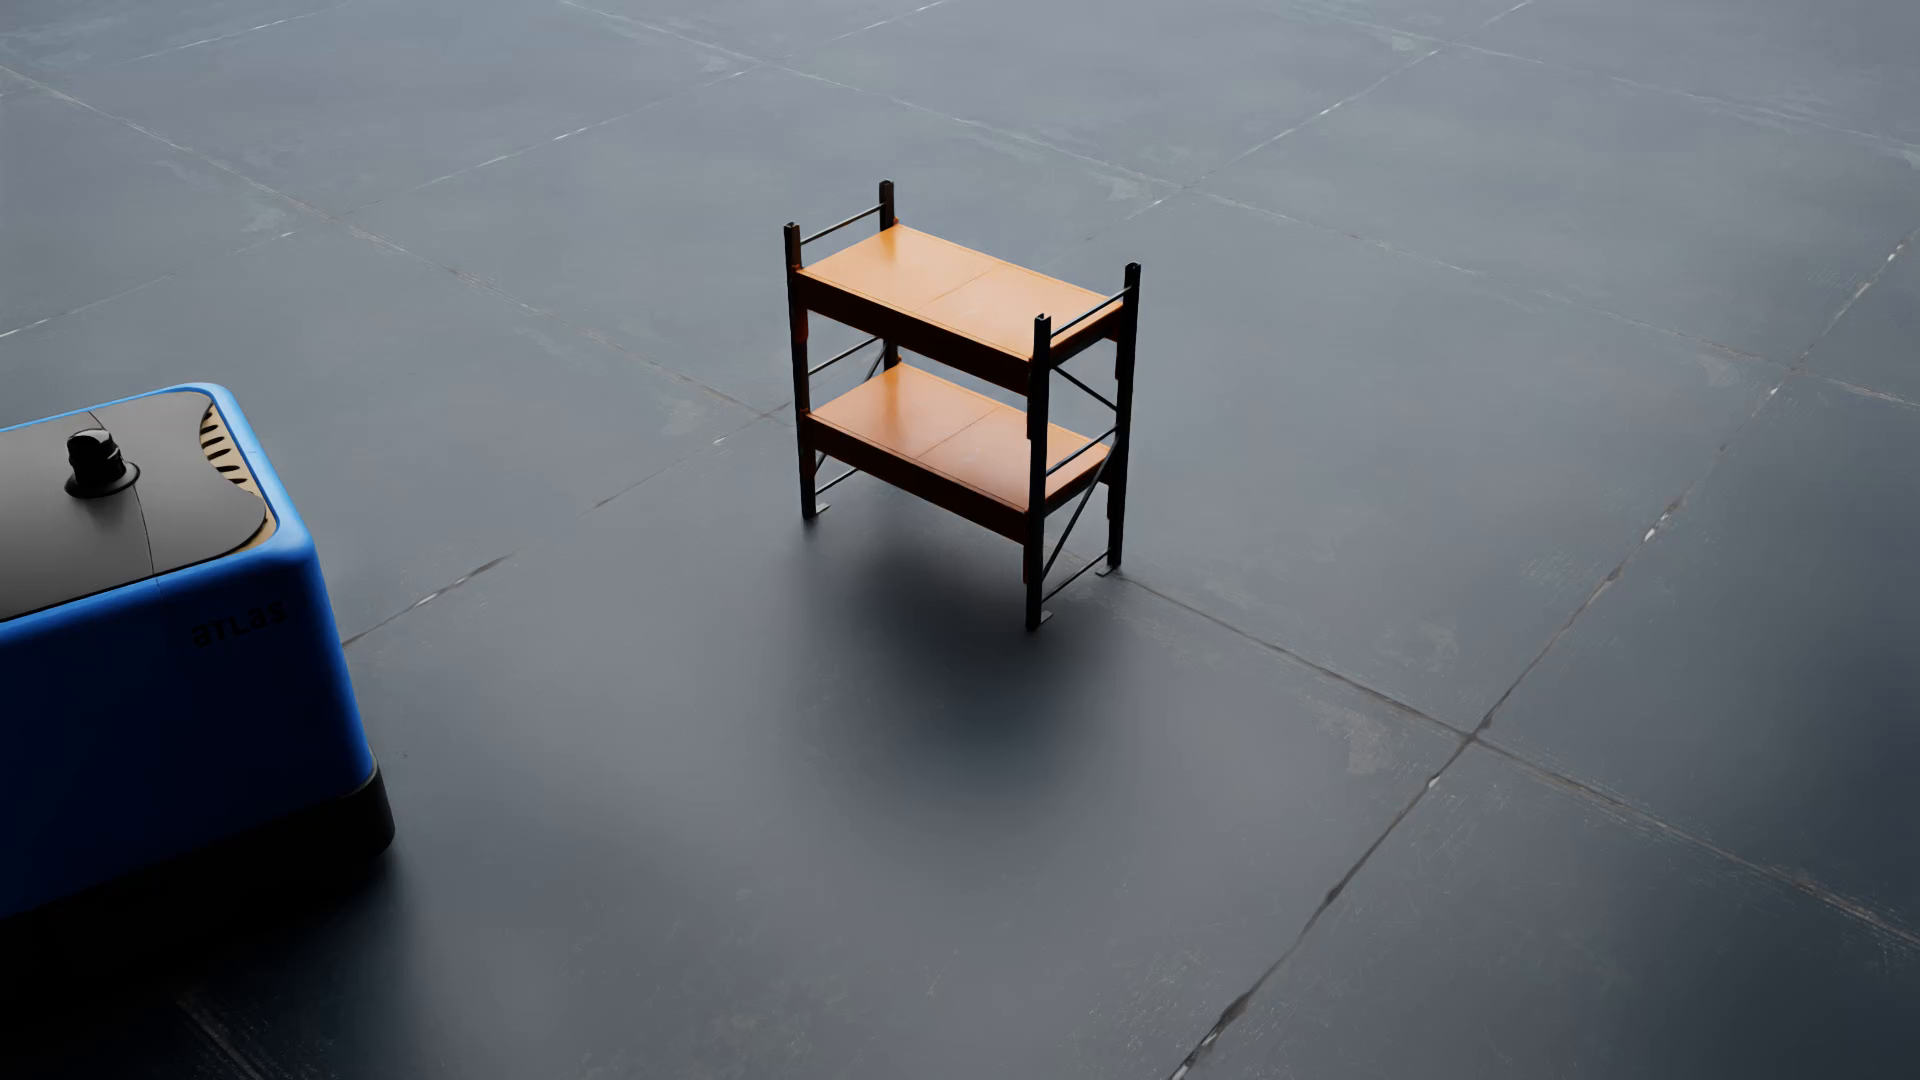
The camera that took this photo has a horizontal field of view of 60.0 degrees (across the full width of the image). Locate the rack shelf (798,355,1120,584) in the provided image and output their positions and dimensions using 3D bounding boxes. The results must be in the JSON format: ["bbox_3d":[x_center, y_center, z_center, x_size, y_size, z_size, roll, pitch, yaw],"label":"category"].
[{"bbox_3d":[-0.005,-0.265,5.678,1.000,0.278,0.538,25,42,32],"label":"rack shelf"}]

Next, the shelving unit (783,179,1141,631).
[{"bbox_3d":[-0.005,-0.466,5.540,1.048,1.125,0.538,25,42,32],"label":"shelving unit"}]

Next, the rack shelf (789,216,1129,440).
[{"bbox_3d":[-0.005,-0.707,5.374,1.000,0.278,0.538,25,42,32],"label":"rack shelf"}]

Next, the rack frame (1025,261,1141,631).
[{"bbox_3d":[0.385,-0.282,5.272,0.032,1.125,0.500,25,42,32],"label":"rack frame"}]

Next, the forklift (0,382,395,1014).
[{"bbox_3d":[-3.066,-0.107,3.422,3.031,2.935,1.130,-20,39,-26],"label":"forklift"}]

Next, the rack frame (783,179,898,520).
[{"bbox_3d":[-0.396,-0.650,5.808,0.032,1.125,0.500,25,42,32],"label":"rack frame"}]
